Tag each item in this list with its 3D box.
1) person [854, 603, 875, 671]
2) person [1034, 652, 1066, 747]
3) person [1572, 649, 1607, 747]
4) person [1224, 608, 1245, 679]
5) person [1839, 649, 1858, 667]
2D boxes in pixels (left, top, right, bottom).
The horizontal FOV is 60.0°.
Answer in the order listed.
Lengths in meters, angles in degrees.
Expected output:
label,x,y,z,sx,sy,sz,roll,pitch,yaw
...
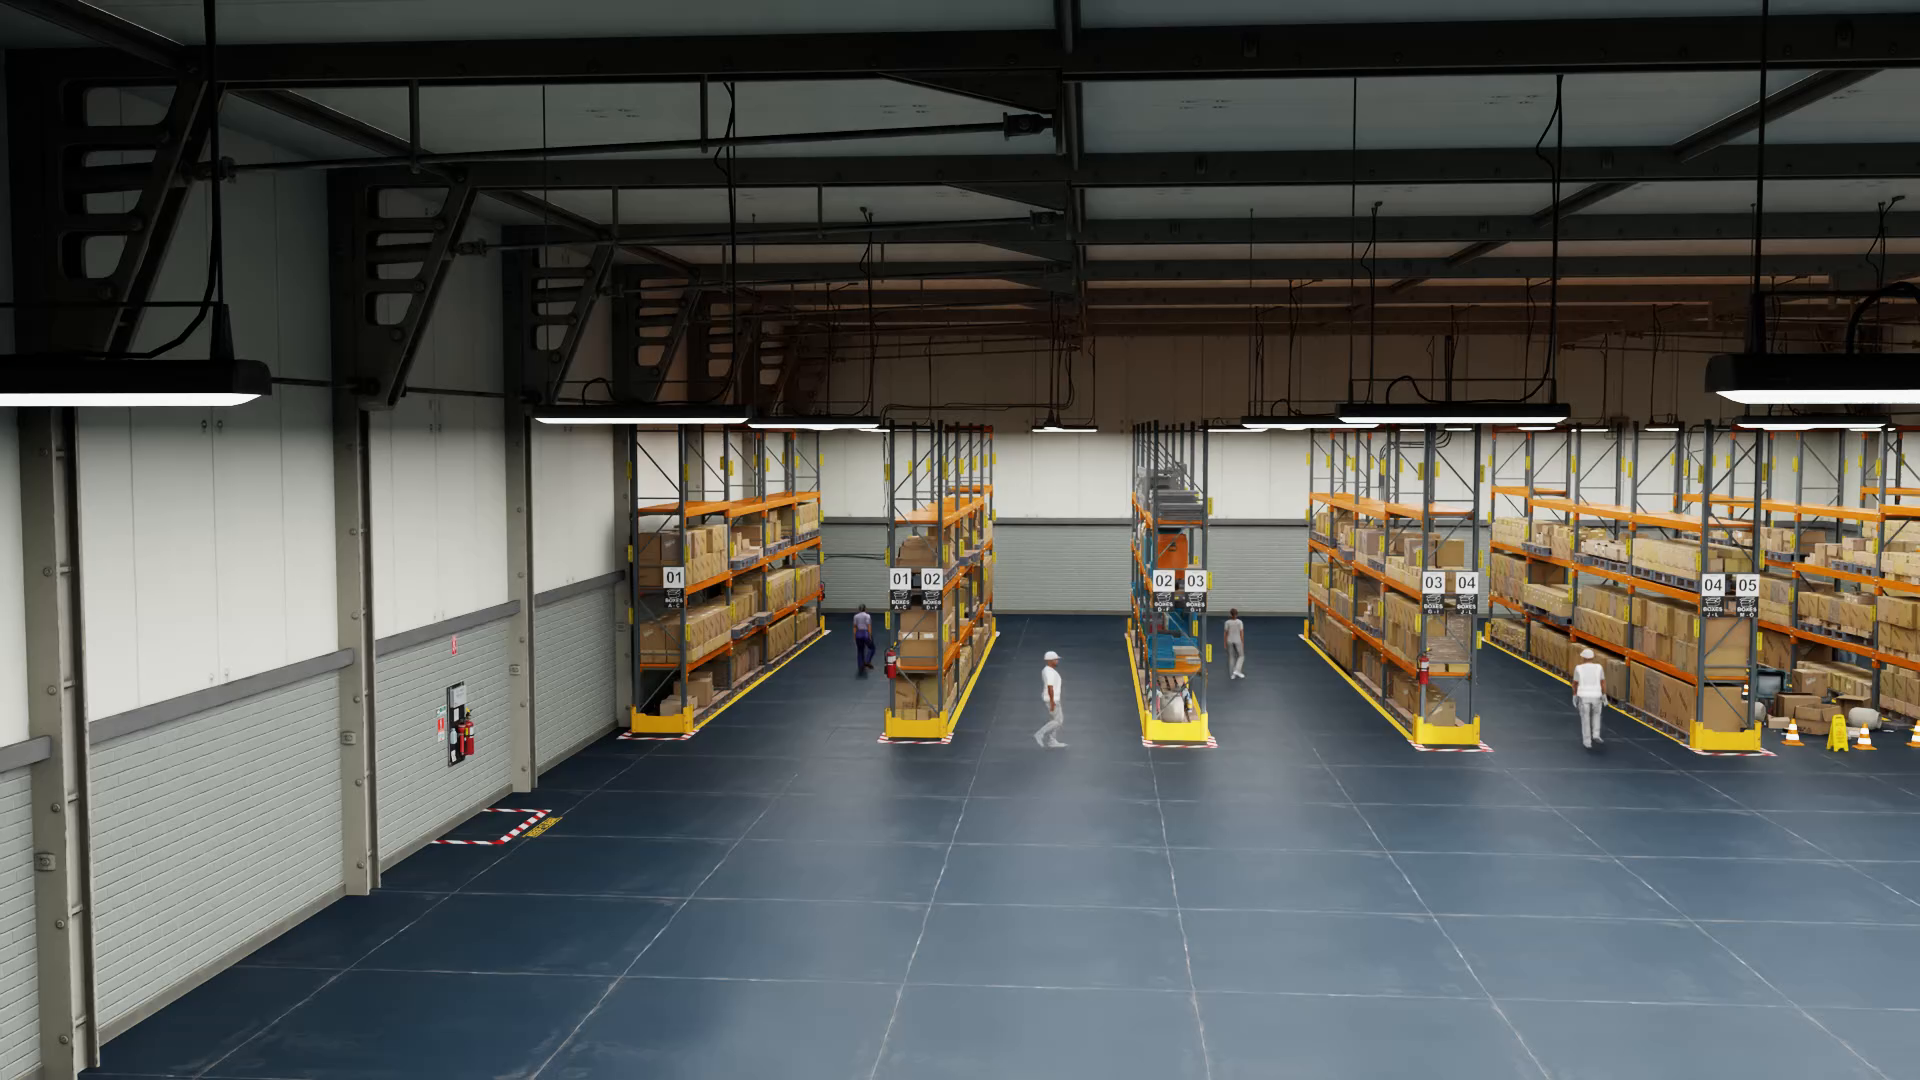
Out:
label,x,y,z,sx,sy,sz,roll,pitch,yaw
person,-2.329,2.354,40.222,0.545,1.637,0.462,1,4,15
person,1.630,2.912,30.290,0.607,1.758,0.588,0,4,-4
person,11.571,2.887,30.570,0.606,1.768,0.467,1,4,15
person,6.429,2.430,38.959,0.498,1.668,0.531,1,4,13
person,21.503,2.297,40.306,0.596,1.767,0.539,1,4,18
